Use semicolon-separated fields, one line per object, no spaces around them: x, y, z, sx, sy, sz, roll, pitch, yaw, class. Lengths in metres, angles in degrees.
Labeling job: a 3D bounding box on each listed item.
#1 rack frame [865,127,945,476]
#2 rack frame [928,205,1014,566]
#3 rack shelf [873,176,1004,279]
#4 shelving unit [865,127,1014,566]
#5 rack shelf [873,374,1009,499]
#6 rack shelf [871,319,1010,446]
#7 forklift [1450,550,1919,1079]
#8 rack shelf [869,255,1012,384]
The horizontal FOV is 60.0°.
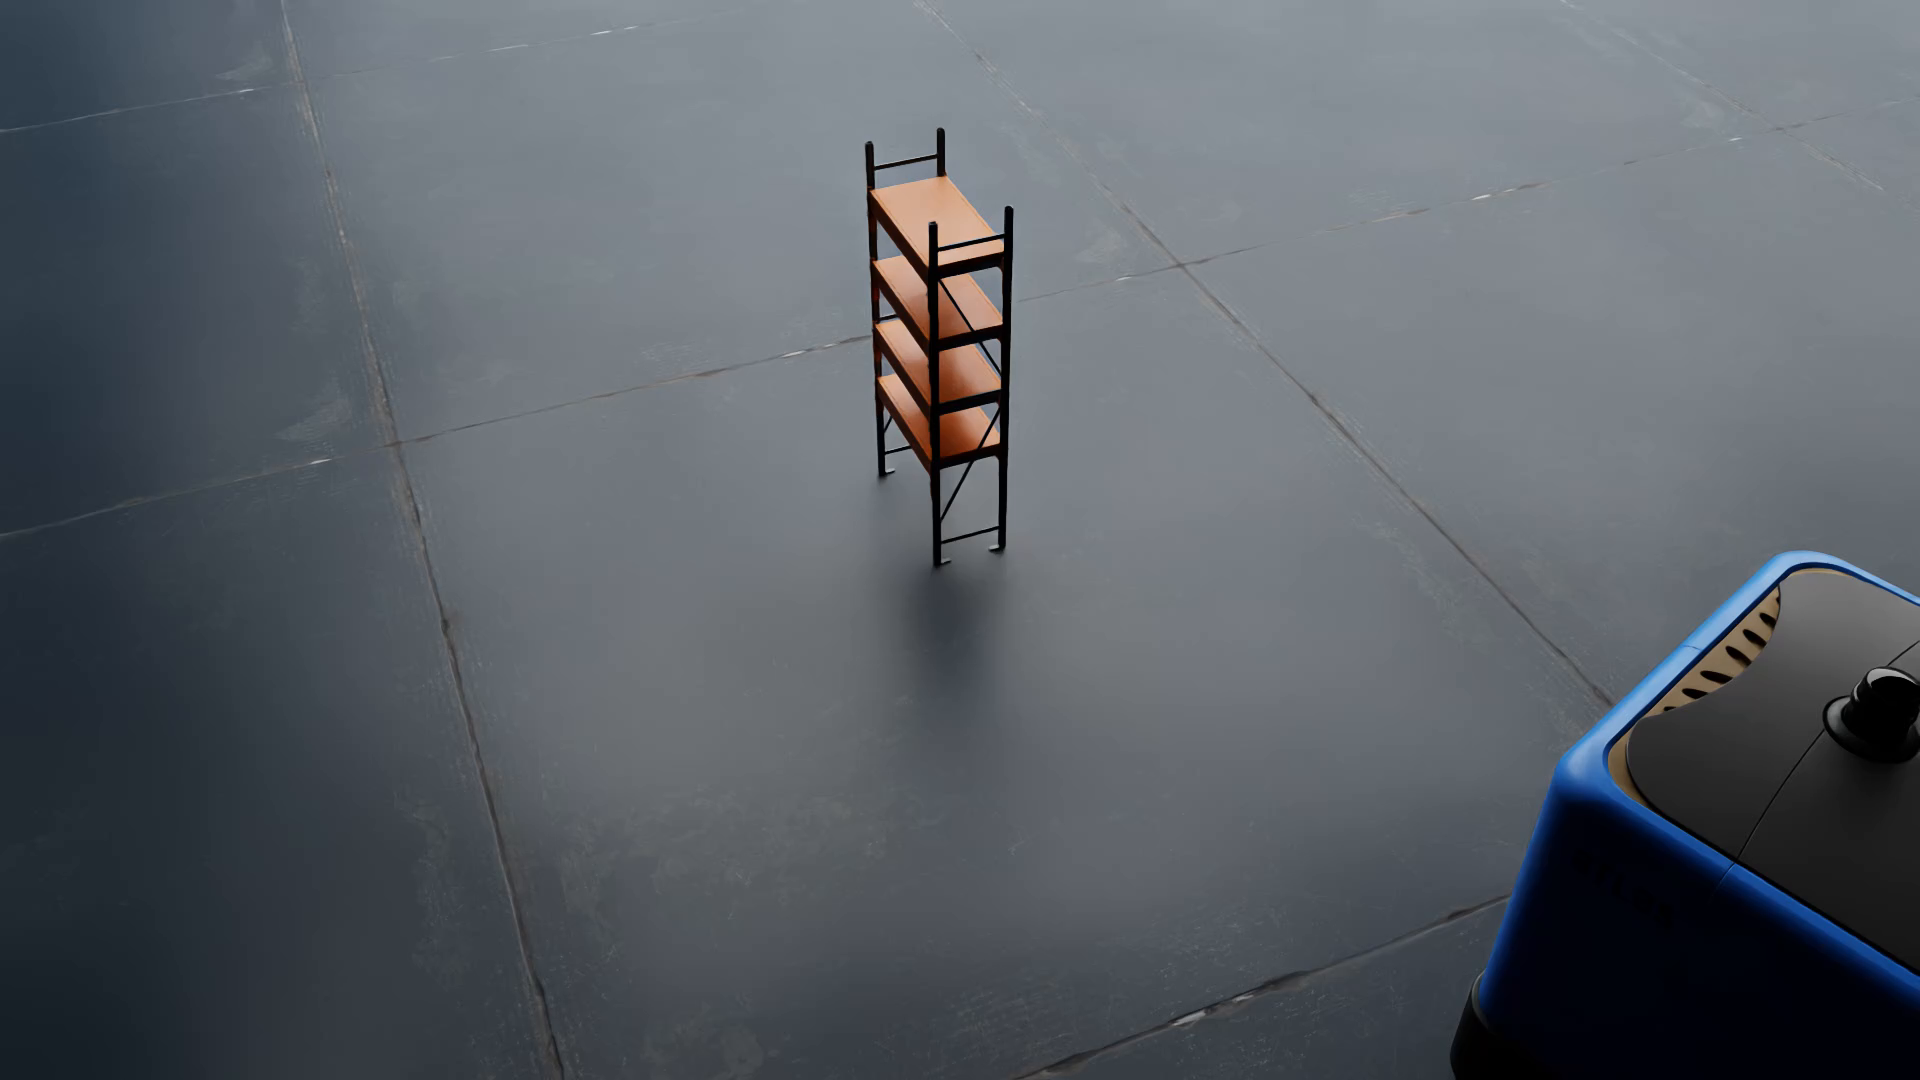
-0.157;-0.702;5.146;0.240;1.200;0.015;-15;43;-17;rack frame
0.030;-0.408;4.804;0.240;1.200;0.015;-15;43;-17;rack frame
-0.063;-0.882;4.693;0.221;0.050;0.457;-15;43;-17;rack shelf
-5.186;-9.193;14.446;0.597;1.949;28.100;-15;43;-17;shelving unit
-0.063;-0.353;5.148;0.258;0.148;0.480;-15;43;-17;rack shelf
-5.189;-9.370;14.300;0.597;1.490;28.088;-15;43;-17;rack shelf
2.110;0.380;2.610;1.129;2.867;1.939;-31;50;-31;forklift
-0.063;-0.673;4.873;0.258;0.148;0.480;-15;43;-17;rack shelf
